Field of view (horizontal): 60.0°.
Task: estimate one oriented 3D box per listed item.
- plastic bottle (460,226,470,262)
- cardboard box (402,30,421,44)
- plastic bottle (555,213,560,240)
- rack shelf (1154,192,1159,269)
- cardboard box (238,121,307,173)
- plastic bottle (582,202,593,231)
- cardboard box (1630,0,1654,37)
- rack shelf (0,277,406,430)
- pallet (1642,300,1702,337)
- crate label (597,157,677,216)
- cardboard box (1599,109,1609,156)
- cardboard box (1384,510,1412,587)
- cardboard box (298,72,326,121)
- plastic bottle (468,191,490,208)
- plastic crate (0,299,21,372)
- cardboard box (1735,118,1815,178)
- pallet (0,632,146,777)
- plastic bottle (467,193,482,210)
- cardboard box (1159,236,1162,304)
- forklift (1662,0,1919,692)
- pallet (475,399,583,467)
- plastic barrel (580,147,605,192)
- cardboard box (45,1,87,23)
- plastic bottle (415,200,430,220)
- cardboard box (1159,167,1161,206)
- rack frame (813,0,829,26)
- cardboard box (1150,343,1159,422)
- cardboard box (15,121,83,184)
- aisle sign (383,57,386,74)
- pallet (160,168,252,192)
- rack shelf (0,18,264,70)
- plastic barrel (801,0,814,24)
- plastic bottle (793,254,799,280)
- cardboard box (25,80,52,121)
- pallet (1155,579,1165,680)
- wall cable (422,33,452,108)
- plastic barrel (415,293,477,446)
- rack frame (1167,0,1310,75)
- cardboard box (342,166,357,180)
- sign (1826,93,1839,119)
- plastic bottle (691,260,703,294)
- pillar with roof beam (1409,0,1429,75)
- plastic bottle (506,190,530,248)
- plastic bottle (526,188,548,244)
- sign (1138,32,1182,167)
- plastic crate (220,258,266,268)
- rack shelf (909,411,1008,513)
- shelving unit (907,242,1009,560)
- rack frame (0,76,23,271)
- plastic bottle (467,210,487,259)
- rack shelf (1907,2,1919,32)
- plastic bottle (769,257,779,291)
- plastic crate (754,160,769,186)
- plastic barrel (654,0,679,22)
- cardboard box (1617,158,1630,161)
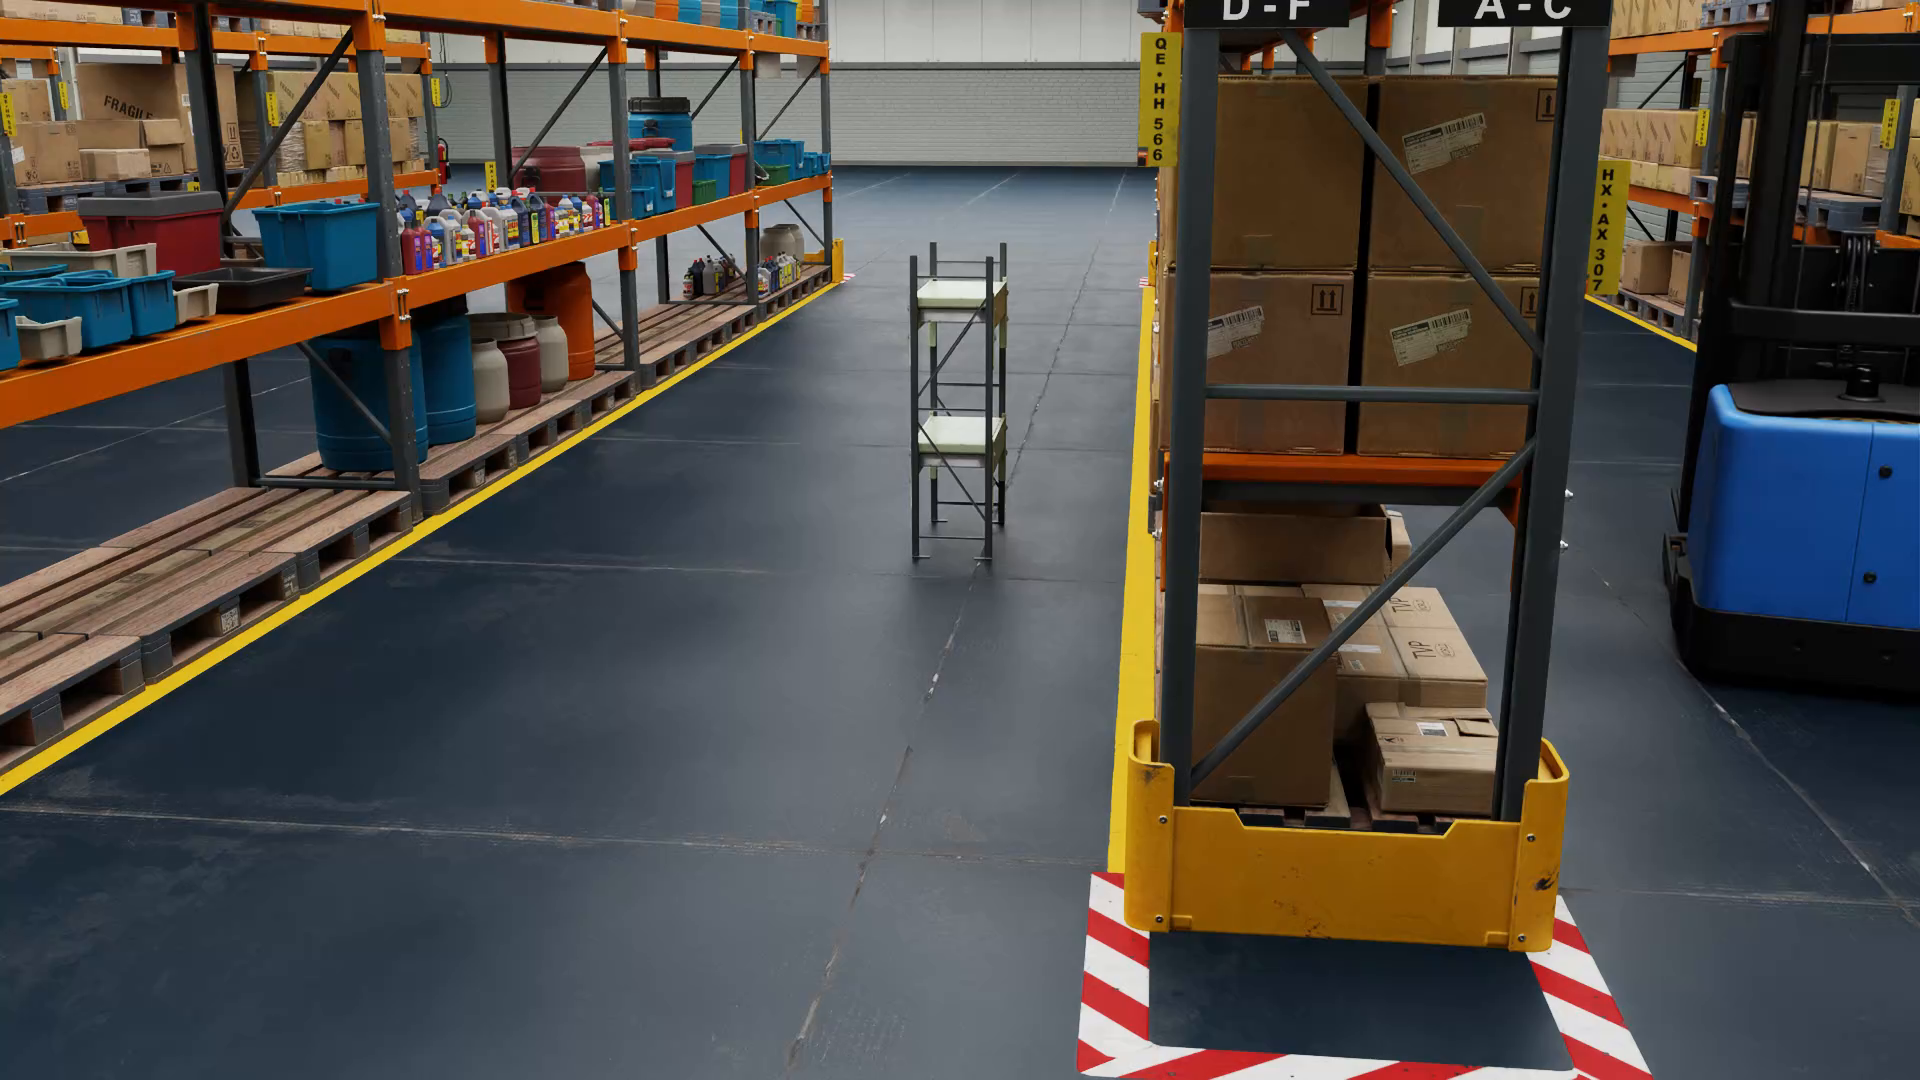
[{"bbox_3d":[-2.898,-1.714,9.636,0.097,0.201,0.097,0,15,0],"label":"plastic bottle"},{"bbox_3d":[-6.791,-6.053,19.842,0.500,0.250,0.500,2,15,8],"label":"cardboard box"},{"bbox_3d":[-2.726,-2.110,11.099,0.097,0.201,0.097,0,15,0],"label":"plastic bottle"},{"bbox_3d":[2.177,-2.614,13.960,1.077,0.370,4.000,2,15,6],"label":"rack shelf"},{"bbox_3d":[-7.328,-4.079,17.240,0.875,0.500,0.500,2,15,6],"label":"cardboard box"},{"bbox_3d":[-2.649,-2.287,11.753,0.097,0.201,0.097,0,15,0],"label":"plastic bottle"},{"bbox_3d":[7.340,-5.526,17.375,0.500,0.500,0.500,2,15,9],"label":"cardboard box"},{"bbox_3d":[-3.647,-0.686,6.830,1.077,0.370,4.000,2,15,6],"label":"rack shelf"},{"bbox_3d":[7.366,-2.164,16.261,1.003,0.211,1.213,2,15,6],"label":"pallet"},{"bbox_3d":[-2.589,-2.856,13.410,0.502,0.435,0.616,2,15,6],"label":"crate label"},{"bbox_3d":[7.424,-4.557,18.579,0.500,0.500,0.500,2,15,6],"label":"cardboard box"},{"bbox_3d":[1.633,0.031,7.108,0.500,0.311,0.500,2,15,6],"label":"cardboard box"},{"bbox_3d":[-7.082,-4.686,17.569,0.500,0.500,0.500,2,15,6],"label":"cardboard box"},{"bbox_3d":[-3.392,-2.307,11.684,0.152,0.276,0.135,2,15,6],"label":"plastic bottle"},{"bbox_3d":[-3.444,-0.688,5.664,0.416,0.233,0.300,2,15,6],"label":"plastic crate"},{"bbox_3d":[7.234,-3.465,14.694,0.700,0.500,0.500,2,15,6],"label":"cardboard box"},{"bbox_3d":[-3.741,0.619,5.969,1.003,0.211,1.213,2,15,6],"label":"pallet"},{"bbox_3d":[-3.372,-2.273,11.570,0.097,0.271,0.097,0,15,0],"label":"plastic bottle"},{"bbox_3d":[1.117,-1.196,7.148,0.500,0.500,0.500,2,15,7],"label":"cardboard box"},{"bbox_3d":[3.881,-1.167,7.363,1.130,2.935,3.031,6,16,20],"label":"forklift"},{"bbox_3d":[-3.158,-0.722,10.928,1.003,0.211,1.213,2,15,6],"label":"pallet"},{"bbox_3d":[-3.066,-2.916,13.487,0.421,0.512,0.421,0,15,0],"label":"plastic barrel"},{"bbox_3d":[-7.527,-4.358,13.574,0.500,0.250,0.500,2,15,8],"label":"cardboard box"},{"bbox_3d":[-3.497,-2.067,10.797,0.152,0.276,0.135,2,15,6],"label":"plastic bottle"},{"bbox_3d":[1.051,-1.555,6.559,0.500,0.500,0.500,1,15,5],"label":"cardboard box"},{"bbox_3d":[-2.067,-7.560,19.382,1.000,3.000,0.127,2,15,6],"label":"rack frame"},{"bbox_3d":[1.447,-0.937,10.327,0.500,0.500,0.500,1,15,4],"label":"cardboard box"},{"bbox_3d":[-7.907,-3.275,14.032,0.700,0.500,0.500,4,16,15],"label":"cardboard box"},{"bbox_3d":[-7.280,-6.090,20.457,0.394,0.787,0.004,2,15,6],"label":"aisle sign"},{"bbox_3d":[-7.671,-3.486,16.175,1.003,0.211,1.213,2,15,6],"label":"pallet"},{"bbox_3d":[-7.666,-4.355,14.651,1.077,0.370,4.000,2,15,6],"label":"rack shelf"},{"bbox_3d":[-1.996,-6.392,19.182,0.600,0.830,0.708,2,15,6],"label":"plastic barrel"},{"bbox_3d":[-1.834,-3.045,18.538,0.061,0.283,0.133,2,15,8],"label":"plastic bottle"},{"bbox_3d":[-11.986,-5.481,20.829,0.875,0.550,0.550,2,15,6],"label":"cardboard box"},{"bbox_3d":[1.286,0.437,6.643,1.003,0.211,1.213,2,15,6],"label":"pallet"},{"bbox_3d":[-17.710,-14.996,52.830,3.097,2.526,0.112,2,15,6],"label":"wall cable"},{"bbox_3d":[-3.263,-1.066,10.073,0.600,0.901,0.708,2,15,6],"label":"plastic barrel"},{"bbox_3d":[1.951,-2.442,11.948,1.000,3.000,0.127,2,15,6],"label":"rack frame"},{"bbox_3d":[-6.961,-4.088,18.514,0.380,0.149,0.250,2,15,6],"label":"cardboard box"},{"bbox_3d":[7.877,-3.878,15.041,0.100,0.325,0.005,2,15,6],"label":"sign"},{"bbox_3d":[-2.733,-2.736,17.265,0.144,0.351,0.185,1,15,5],"label":"plastic bottle"},{"bbox_3d":[6.987,-13.413,41.026,9.100,9.000,0.400,2,15,6],"label":"pillar with roof beam"},{"bbox_3d":[-2.816,-2.029,10.514,0.144,0.351,0.185,2,15,6],"label":"plastic bottle"},{"bbox_3d":[-2.780,-2.112,10.819,0.144,0.351,0.185,2,15,6],"label":"plastic bottle"},{"bbox_3d":[0.499,-1.101,4.162,0.100,0.325,0.005,2,15,6],"label":"sign"},{"bbox_3d":[-3.616,-1.337,8.250,0.396,0.136,0.243,2,15,6],"label":"plastic crate"},{"bbox_3d":[0.001,-0.411,8.558,0.431,0.370,0.720,2,15,6],"label":"rack shelf"},{"bbox_3d":[0.001,-0.726,8.473,0.431,1.500,0.755,2,15,6],"label":"shelving unit"},{"bbox_3d":[-7.891,-2.735,13.031,1.000,3.000,0.127,2,15,6],"label":"rack frame"},{"bbox_3d":[-2.856,-1.808,9.827,0.061,0.283,0.133,2,15,6],"label":"plastic bottle"},{"bbox_3d":[6.648,-2.879,9.196,1.077,0.370,4.000,2,15,6],"label":"rack shelf"},{"bbox_3d":[-1.994,-2.806,17.526,0.144,0.351,0.185,1,15,4],"label":"plastic bottle"},{"bbox_3d":[-2.333,-3.729,16.824,0.767,0.338,0.504,2,15,6],"label":"plastic crate"},{"bbox_3d":[-2.588,-4.621,13.435,0.600,0.830,0.708,2,15,6],"label":"plastic barrel"},{"bbox_3d":[7.298,-3.925,17.681,0.500,0.250,0.500,1,15,5],"label":"cardboard box"}]
